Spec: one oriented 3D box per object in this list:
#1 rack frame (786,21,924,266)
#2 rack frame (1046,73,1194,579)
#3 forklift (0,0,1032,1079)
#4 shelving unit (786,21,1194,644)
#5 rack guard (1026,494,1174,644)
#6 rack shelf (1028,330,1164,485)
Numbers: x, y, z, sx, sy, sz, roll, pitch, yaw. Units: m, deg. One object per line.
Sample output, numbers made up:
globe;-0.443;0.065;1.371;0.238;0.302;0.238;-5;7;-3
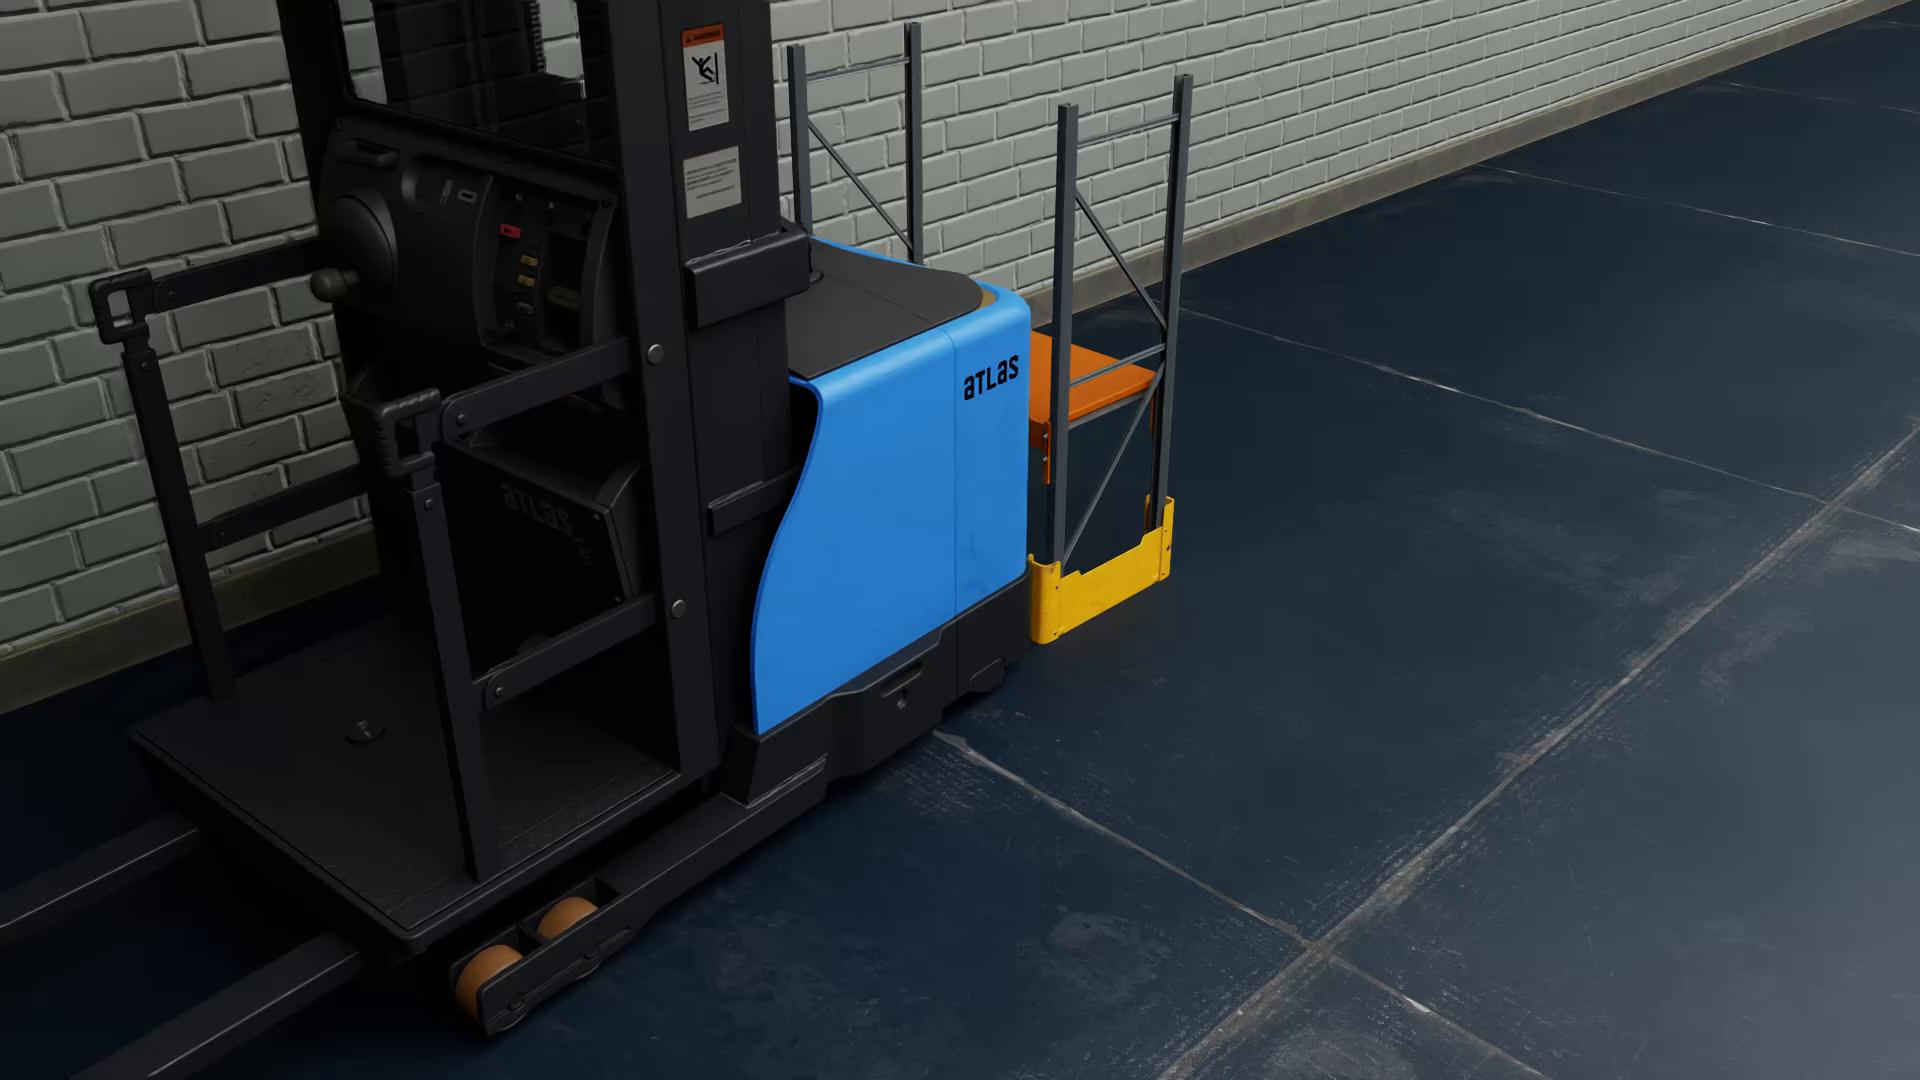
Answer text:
rack frame;-0.302;-0.802;5.163;0.032;1.500;0.500;25;36;38
rack frame;0.423;-0.470;4.533;0.032;1.500;0.500;25;36;38
forklift;-1.136;-0.570;3.185;1.130;2.935;3.031;21;34;34
shelving unit;0.054;-0.639;4.854;1.083;1.500;0.587;25;36;38
rack guard;0.409;0.077;4.835;0.087;0.250;0.587;25;36;38
rack shelf;0.061;-0.477;4.932;1.000;0.185;0.538;25;36;38
